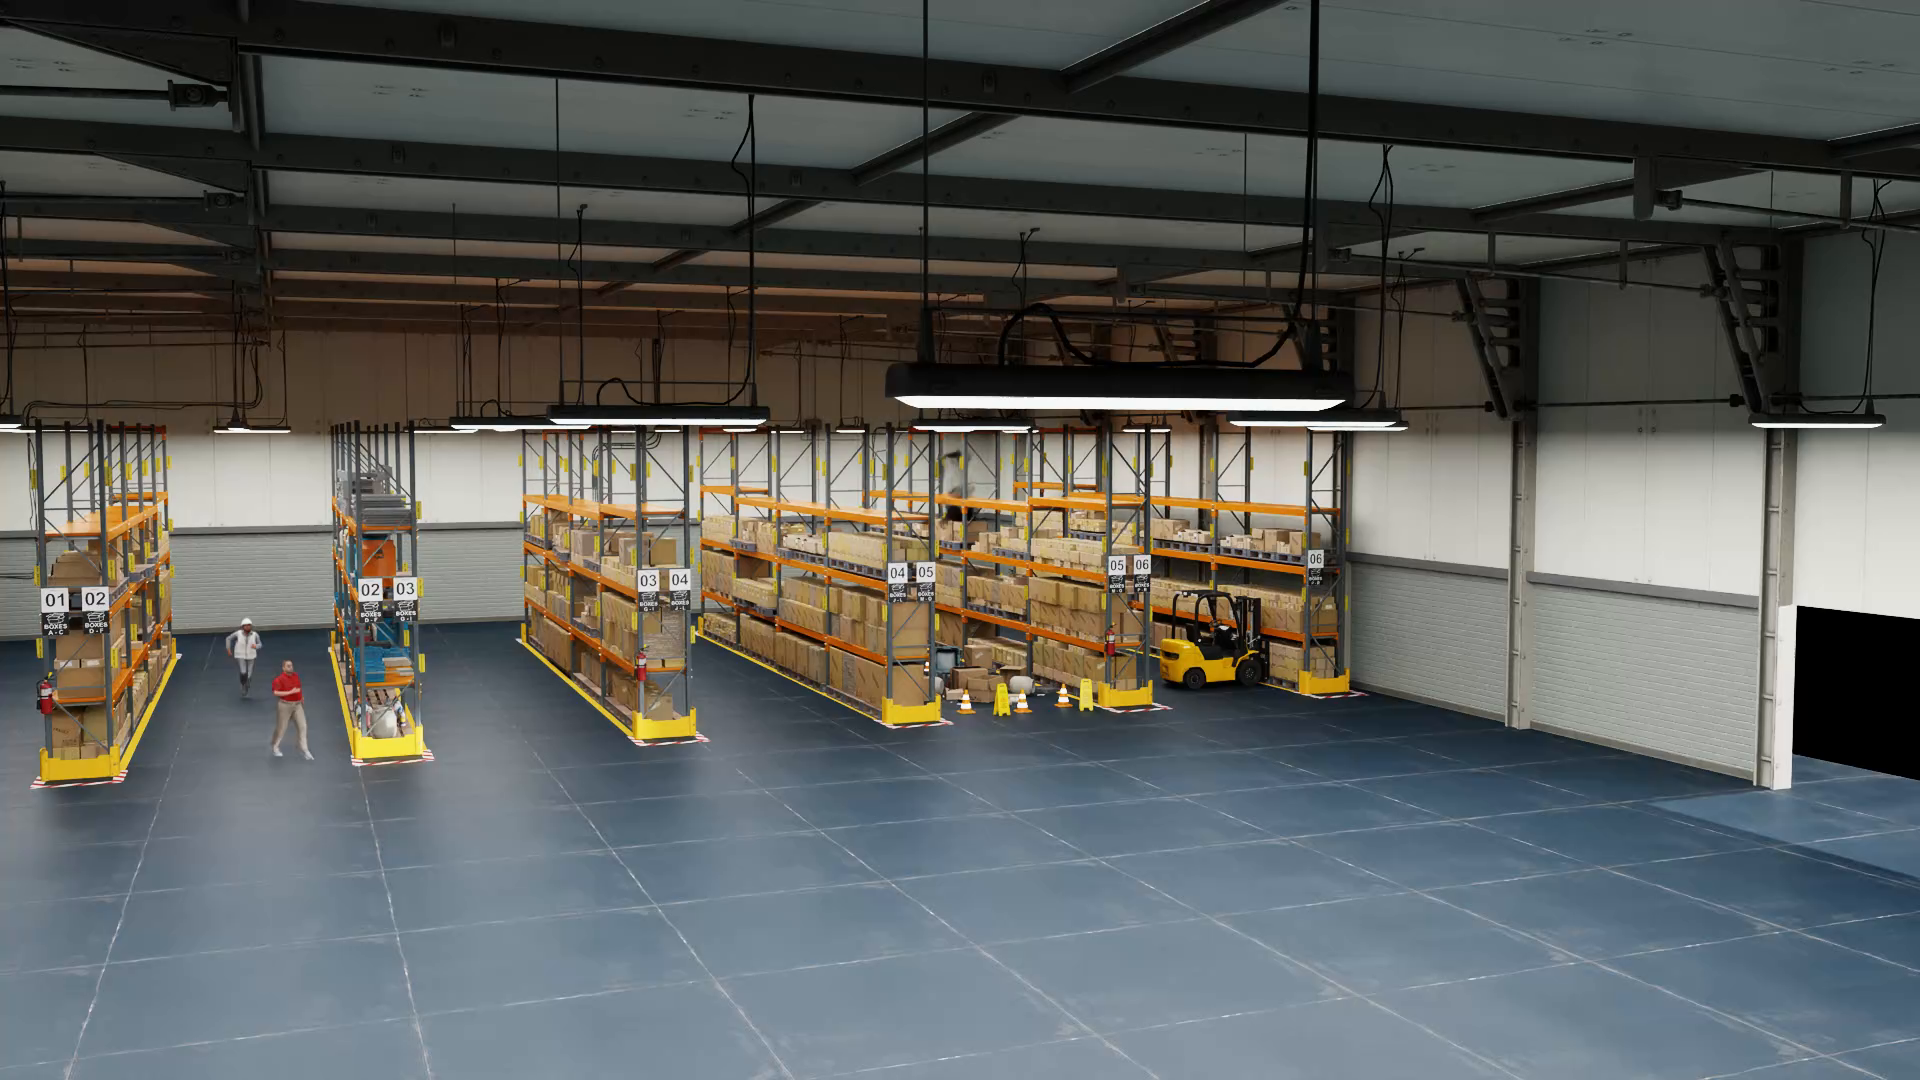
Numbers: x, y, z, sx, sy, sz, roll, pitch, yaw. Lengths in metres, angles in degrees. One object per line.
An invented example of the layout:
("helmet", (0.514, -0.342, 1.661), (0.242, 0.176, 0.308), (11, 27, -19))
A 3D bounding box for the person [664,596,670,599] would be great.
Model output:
("person", (-8.259, 1.887, 47.470), (0.682, 1.832, 0.847), (0, 4, -7))

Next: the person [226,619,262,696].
("person", (-15.599, 2.570, 36.280), (0.690, 1.723, 0.769), (-2, 4, -31))

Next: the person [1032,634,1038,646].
("person", (1.947, 2.236, 43.342), (0.524, 1.562, 0.536), (-2, 4, -30))

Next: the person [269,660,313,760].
("person", (-11.879, 3.006, 29.473), (0.859, 1.766, 0.659), (2, 4, 35))
